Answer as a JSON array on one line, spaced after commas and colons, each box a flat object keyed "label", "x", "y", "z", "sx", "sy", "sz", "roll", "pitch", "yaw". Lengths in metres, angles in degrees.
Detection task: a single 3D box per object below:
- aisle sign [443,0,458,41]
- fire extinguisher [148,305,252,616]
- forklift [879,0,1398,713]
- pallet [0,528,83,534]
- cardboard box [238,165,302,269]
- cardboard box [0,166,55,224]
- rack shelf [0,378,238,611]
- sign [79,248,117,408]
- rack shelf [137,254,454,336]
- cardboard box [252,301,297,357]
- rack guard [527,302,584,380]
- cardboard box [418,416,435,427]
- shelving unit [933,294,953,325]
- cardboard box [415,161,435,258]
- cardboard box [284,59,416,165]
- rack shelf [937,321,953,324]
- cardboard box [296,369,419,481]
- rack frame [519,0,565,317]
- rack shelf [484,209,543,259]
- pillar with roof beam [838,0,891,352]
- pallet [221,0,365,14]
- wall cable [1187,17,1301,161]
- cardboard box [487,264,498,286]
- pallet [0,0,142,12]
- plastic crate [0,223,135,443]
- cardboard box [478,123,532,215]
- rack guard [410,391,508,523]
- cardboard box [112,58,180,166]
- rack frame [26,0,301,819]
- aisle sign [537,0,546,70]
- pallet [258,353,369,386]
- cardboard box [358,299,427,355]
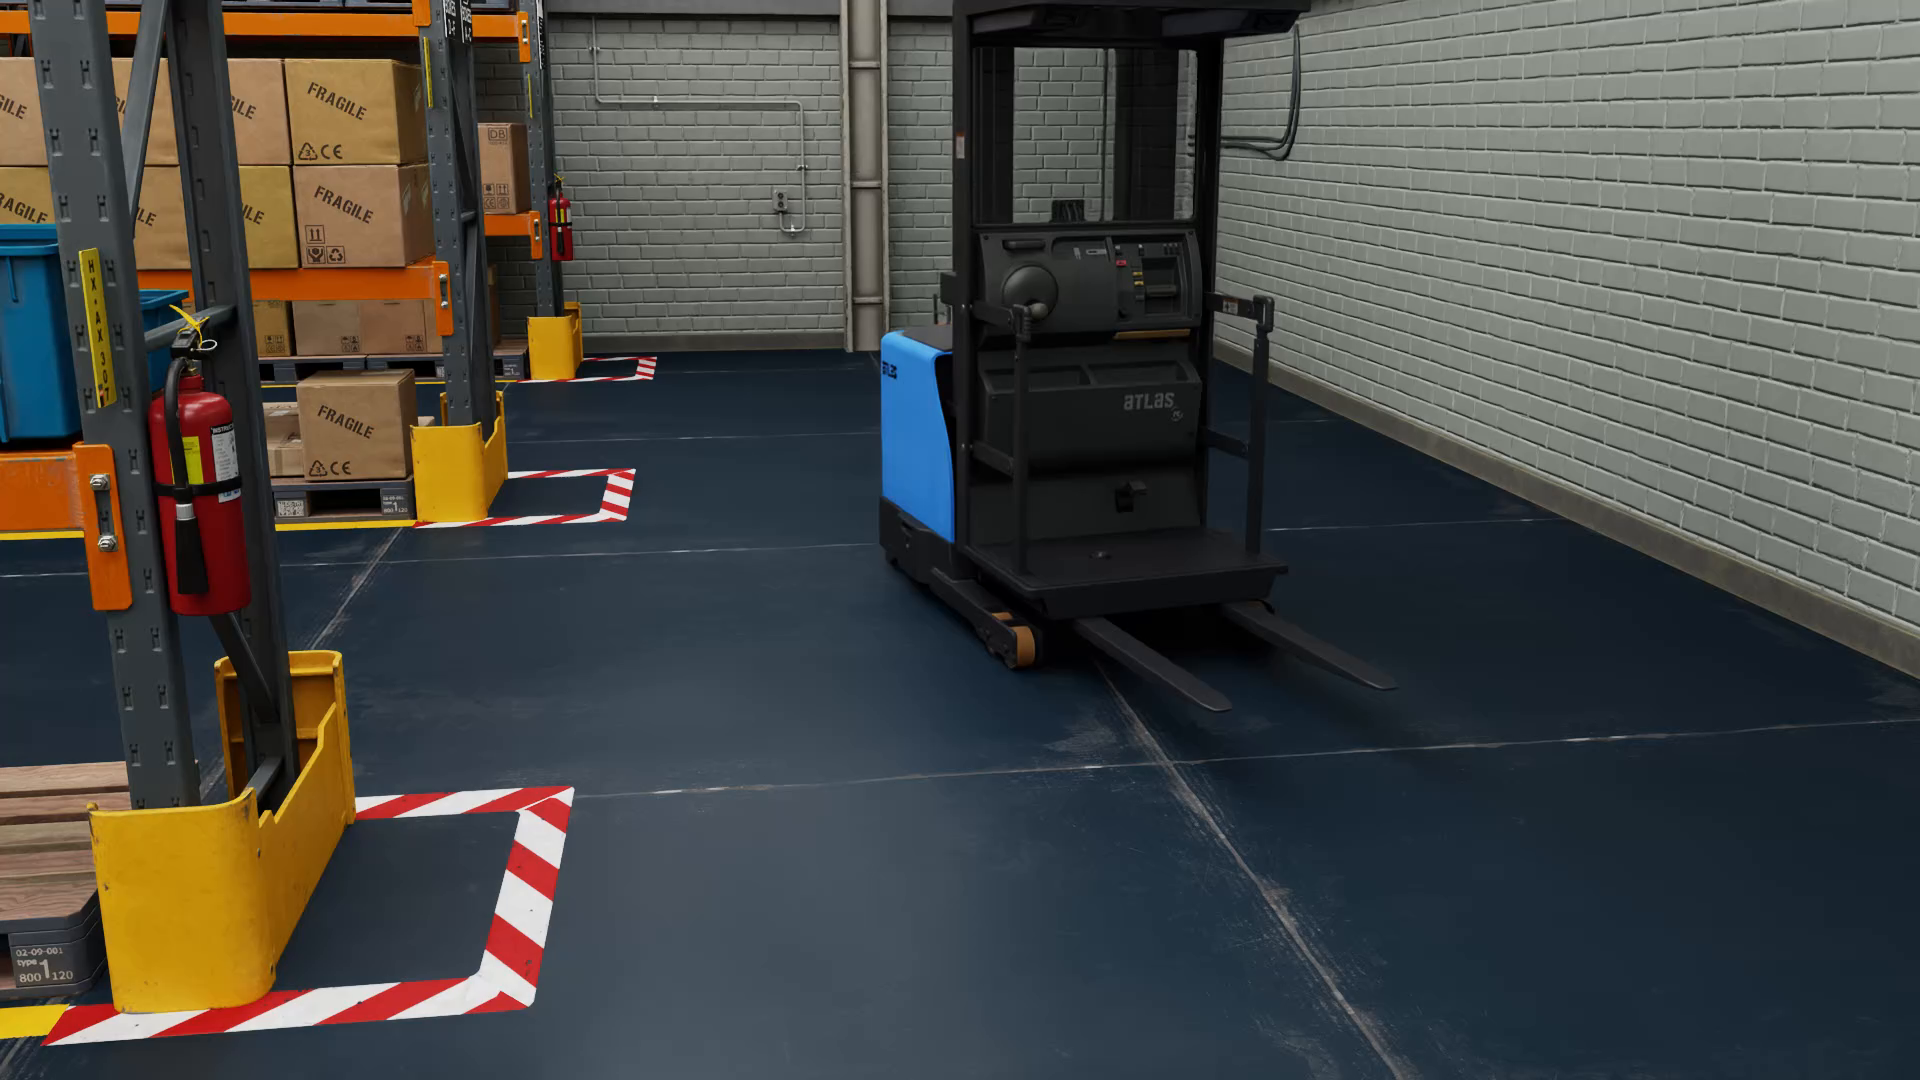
[{"label": "aisle sign", "x": -2.531, "y": -2.879, "z": 8.192, "sx": 0.004, "sy": 0.787, "sz": 0.394, "roll": -2, "pitch": 14, "yaw": -8}, {"label": "fire extinguisher", "x": -1.693, "y": -0.176, "z": 3.682, "sx": 0.183, "sy": 0.674, "sz": 0.296, "roll": -2, "pitch": 14, "yaw": -8}, {"label": "forklift", "x": 0.598, "y": -1.046, "z": 6.368, "sx": 1.130, "sy": 2.935, "sz": 3.031, "roll": -5, "pitch": 15, "yaw": -19}, {"label": "pallet", "x": -4.711, "y": -0.262, "z": 8.831, "sx": 1.213, "sy": 0.211, "sz": 1.003, "roll": -2, "pitch": 14, "yaw": -8}, {"label": "cardboard box", "x": -3.559, "y": -1.637, "z": 8.376, "sx": 0.500, "sy": 0.500, "sz": 0.500, "roll": -2, "pitch": 14, "yaw": -8}, {"label": "cardboard box", "x": -4.551, "y": -1.602, "z": 8.237, "sx": 0.500, "sy": 0.500, "sz": 0.500, "roll": -2, "pitch": 14, "yaw": -9}, {"label": "rack shelf", "x": -3.887, "y": -0.077, "z": 3.839, "sx": 4.000, "sy": 0.370, "sz": 1.077, "roll": -2, "pitch": 14, "yaw": -8}, {"label": "sign", "x": -1.812, "y": -0.445, "z": 3.496, "sx": 0.005, "sy": 0.325, "sz": 0.100, "roll": -2, "pitch": 14, "yaw": -8}, {"label": "rack shelf", "x": -4.622, "y": -1.268, "z": 8.591, "sx": 4.000, "sy": 0.370, "sz": 1.077, "roll": -2, "pitch": 14, "yaw": -8}, {"label": "cardboard box", "x": -5.581, "y": -1.765, "z": 13.369, "sx": 0.500, "sy": 0.500, "sz": 0.700, "roll": -2, "pitch": 14, "yaw": -7}, {"label": "rack guard", "x": -3.362, "y": -1.669, "z": 13.851, "sx": 0.348, "sy": 0.500, "sz": 1.175, "roll": -2, "pitch": 14, "yaw": -8}, {"label": "cardboard box", "x": -3.109, "y": -0.588, "z": 9.355, "sx": 0.250, "sy": 0.149, "sz": 0.380, "roll": -2, "pitch": 14, "yaw": -8}, {"label": "shelving unit", "x": 0.146, "y": -0.598, "z": 8.141, "sx": 0.503, "sy": 1.200, "sz": 0.258, "roll": -5, "pitch": 15, "yaw": -18}, {"label": "cardboard box", "x": -3.122, "y": -1.785, "z": 8.969, "sx": 0.500, "sy": 0.500, "sz": 0.500, "roll": -2, "pitch": 14, "yaw": -7}, {"label": "cardboard box", "x": -3.043, "y": -2.141, "z": 8.331, "sx": 0.500, "sy": 0.500, "sz": 0.500, "roll": -2, "pitch": 14, "yaw": -9}, {"label": "rack shelf", "x": 0.146, "y": -0.980, "z": 8.046, "sx": 0.480, "sy": 0.148, "sz": 0.258, "roll": -5, "pitch": 15, "yaw": -18}, {"label": "cardboard box", "x": -3.145, "y": -0.612, "z": 8.728, "sx": 0.500, "sy": 0.500, "sz": 0.500, "roll": -2, "pitch": 14, "yaw": -8}, {"label": "rack frame", "x": -3.386, "y": -2.881, "z": 13.543, "sx": 0.127, "sy": 3.000, "sz": 1.000, "roll": -2, "pitch": 14, "yaw": -8}, {"label": "rack shelf", "x": -5.363, "y": -2.460, "z": 13.342, "sx": 4.000, "sy": 0.370, "sz": 1.077, "roll": -2, "pitch": 14, "yaw": -8}, {"label": "pillar with roof beam", "x": -0.203, "y": -5.061, "z": 9.904, "sx": 0.400, "sy": 9.000, "sz": 9.100, "roll": -2, "pitch": 14, "yaw": -8}, {"label": "pallet", "x": -5.327, "y": -4.218, "z": 12.892, "sx": 1.213, "sy": 0.211, "sz": 1.003, "roll": -2, "pitch": 14, "yaw": -8}, {"label": "wall cable", "x": 2.261, "y": -4.404, "z": 13.666, "sx": 0.112, "sy": 2.526, "sz": 3.097, "roll": -2, "pitch": 14, "yaw": -8}, {"label": "cardboard box", "x": -3.969, "y": -2.190, "z": 13.730, "sx": 0.250, "sy": 0.149, "sz": 0.380, "roll": -2, "pitch": 14, "yaw": -8}, {"label": "pallet", "x": -6.530, "y": -4.175, "z": 12.719, "sx": 1.213, "sy": 0.211, "sz": 1.003, "roll": -2, "pitch": 14, "yaw": -8}, {"label": "plastic crate", "x": -2.213, "y": -0.487, "z": 3.802, "sx": 0.499, "sy": 0.435, "sz": 0.616, "roll": -2, "pitch": 14, "yaw": -8}, {"label": "cardboard box", "x": -3.888, "y": -3.006, "z": 13.423, "sx": 0.700, "sy": 0.700, "sz": 0.980, "roll": -1, "pitch": 14, "yaw": -6}, {"label": "rack guard", "x": -2.719, "y": -0.474, "z": 9.086, "sx": 0.348, "sy": 0.500, "sz": 1.175, "roll": -2, "pitch": 14, "yaw": -8}, {"label": "cardboard box", "x": -4.054, "y": -2.102, "z": 8.177, "sx": 0.500, "sy": 0.500, "sz": 0.500, "roll": -2, "pitch": 14, "yaw": -7}, {"label": "rack frame", "x": -1.910, "y": -0.498, "z": 4.041, "sx": 0.127, "sy": 3.000, "sz": 1.000, "roll": -2, "pitch": 14, "yaw": -8}, {"label": "aisle sign", "x": -3.270, "y": -4.072, "z": 12.950, "sx": 0.004, "sy": 0.787, "sz": 0.394, "roll": -2, "pitch": 14, "yaw": -8}, {"label": "pallet", "x": -5.368, "y": -1.437, "z": 13.519, "sx": 1.213, "sy": 0.211, "sz": 1.003, "roll": -2, "pitch": 14, "yaw": -8}, {"label": "cardboard box", "x": -4.558, "y": -1.805, "z": 13.527, "sx": 0.500, "sy": 0.500, "sz": 0.700, "roll": -2, "pitch": 14, "yaw": -8}]
